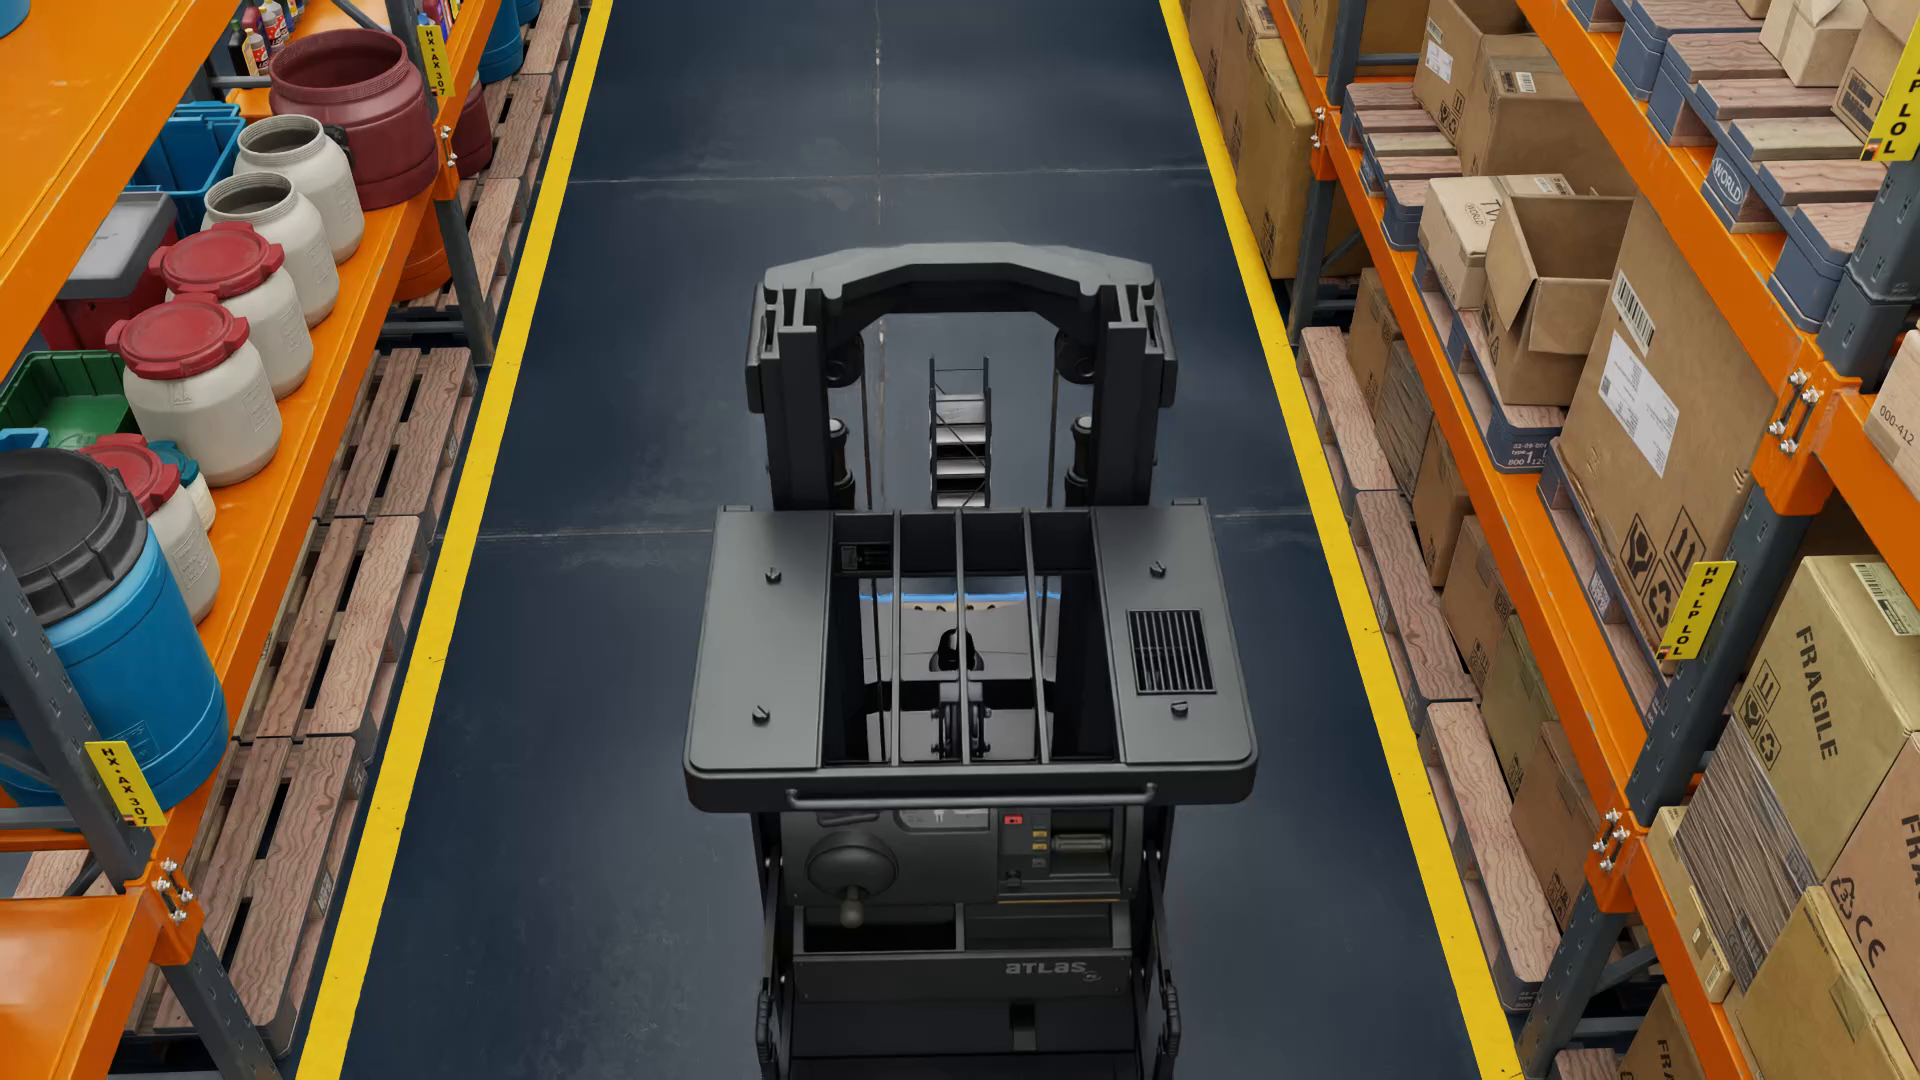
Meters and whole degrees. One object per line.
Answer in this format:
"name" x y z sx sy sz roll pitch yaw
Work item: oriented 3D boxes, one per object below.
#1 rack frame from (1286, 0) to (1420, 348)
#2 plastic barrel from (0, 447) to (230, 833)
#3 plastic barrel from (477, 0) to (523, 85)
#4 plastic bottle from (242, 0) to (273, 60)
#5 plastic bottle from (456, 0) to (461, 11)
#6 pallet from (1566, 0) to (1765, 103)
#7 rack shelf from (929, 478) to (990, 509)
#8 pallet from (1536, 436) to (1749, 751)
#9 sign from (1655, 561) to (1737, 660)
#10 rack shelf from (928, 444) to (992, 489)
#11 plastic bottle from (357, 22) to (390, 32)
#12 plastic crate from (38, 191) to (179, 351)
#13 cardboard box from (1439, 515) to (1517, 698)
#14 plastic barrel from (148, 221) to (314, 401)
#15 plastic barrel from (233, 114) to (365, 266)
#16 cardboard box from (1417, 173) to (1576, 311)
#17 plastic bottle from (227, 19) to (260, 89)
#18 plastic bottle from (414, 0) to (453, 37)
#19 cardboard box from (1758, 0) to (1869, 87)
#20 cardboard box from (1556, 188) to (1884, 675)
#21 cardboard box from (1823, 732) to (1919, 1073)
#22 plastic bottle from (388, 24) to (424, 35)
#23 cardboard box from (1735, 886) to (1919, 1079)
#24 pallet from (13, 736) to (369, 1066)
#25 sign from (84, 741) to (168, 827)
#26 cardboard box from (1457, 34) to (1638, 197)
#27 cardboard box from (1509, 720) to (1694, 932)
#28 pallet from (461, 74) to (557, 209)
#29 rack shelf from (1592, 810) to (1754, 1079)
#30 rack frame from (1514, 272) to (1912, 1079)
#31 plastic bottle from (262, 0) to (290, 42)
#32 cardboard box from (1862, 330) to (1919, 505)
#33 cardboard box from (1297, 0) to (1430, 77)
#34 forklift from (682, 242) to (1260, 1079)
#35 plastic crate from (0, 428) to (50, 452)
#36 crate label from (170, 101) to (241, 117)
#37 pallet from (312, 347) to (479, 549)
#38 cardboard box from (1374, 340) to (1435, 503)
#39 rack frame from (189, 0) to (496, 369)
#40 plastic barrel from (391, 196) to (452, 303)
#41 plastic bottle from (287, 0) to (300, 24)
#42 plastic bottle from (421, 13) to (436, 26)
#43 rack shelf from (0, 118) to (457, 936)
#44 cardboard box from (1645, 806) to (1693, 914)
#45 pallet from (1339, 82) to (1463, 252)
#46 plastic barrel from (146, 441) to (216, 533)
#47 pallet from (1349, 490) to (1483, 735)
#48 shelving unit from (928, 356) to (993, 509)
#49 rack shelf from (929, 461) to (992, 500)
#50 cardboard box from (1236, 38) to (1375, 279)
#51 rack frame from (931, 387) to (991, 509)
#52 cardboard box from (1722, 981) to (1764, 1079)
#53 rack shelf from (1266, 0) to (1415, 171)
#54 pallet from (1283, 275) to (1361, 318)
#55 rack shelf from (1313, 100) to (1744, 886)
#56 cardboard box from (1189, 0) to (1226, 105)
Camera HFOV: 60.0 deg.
"rack frame" 2.146 -2.120 7.343 1.000 3.000 0.127 -2 43 -2
"plastic barrel" -2.347 0.268 4.366 0.600 0.901 0.708 -2 43 -2
"plastic barrel" -2.936 -3.214 9.778 0.600 0.901 0.708 -2 43 -2
"plastic bottle" -3.256 -2.351 7.682 0.061 0.283 0.133 -2 43 -2
"plastic bottle" -2.501 -2.687 8.109 0.097 0.201 0.097 0 43 0
"pallet" 2.349 -1.576 4.668 1.213 0.211 1.003 -2 43 -2
"rack shelf" 0.000 -0.180 7.096 0.258 0.077 0.200 -2 43 -2
"pallet" 2.429 0.131 5.029 1.003 0.211 1.213 -2 43 -2
"sign" 1.761 0.172 3.986 0.100 0.325 0.005 -2 43 -2
"rack shelf" 0.000 -0.313 6.974 0.258 0.077 0.200 -2 43 -2
"plastic bottle" -2.650 -2.229 7.554 0.152 0.276 0.135 -2 43 -2
"plastic crate" -3.040 -0.902 5.966 0.402 0.464 0.583 -2 43 -2
"cardboard box" 2.285 0.224 6.310 0.700 0.500 0.500 -5 43 -5
"plastic barrel" -2.504 -0.767 5.766 0.433 0.535 0.433 0 43 0
"plastic barrel" -2.546 -1.331 6.399 0.421 0.512 0.421 0 43 0
"cardboard box" 1.987 -1.081 6.010 0.500 0.250 0.500 -3 43 -3
"plastic bottle" -3.246 -2.196 7.512 0.061 0.283 0.133 -2 43 -2
"plastic bottle" -2.518 -2.546 7.899 0.152 0.276 0.135 -2 43 -2
"cardboard box" 2.176 -1.262 3.976 0.396 0.266 0.258 0 43 0
"cardboard box" 2.422 -0.336 4.642 1.000 1.000 1.000 -1 43 -2
"cardboard box" 2.104 0.714 3.217 0.500 0.500 0.500 -2 43 -2
"plastic bottle" -2.498 -2.233 7.558 0.152 0.276 0.135 -2 43 -2
"cardboard box" 2.259 1.078 3.560 0.875 0.500 0.500 -2 43 -2
"pallet" -2.705 1.222 5.761 1.003 0.211 1.213 -2 43 -2
"sign" -2.083 0.612 4.157 0.100 0.325 0.005 -2 43 -2
"cardboard box" 2.332 -1.574 6.363 0.700 0.500 0.500 4 43 5
"cardboard box" 2.311 0.925 5.546 0.700 0.500 0.500 -5 43 -5
"pallet" -2.927 -2.302 9.606 1.003 0.211 1.213 -2 43 -2
"rack shelf" 2.401 2.196 3.167 1.077 0.370 4.000 -2 43 -2
"rack frame" 2.316 0.580 4.397 1.000 3.000 0.127 -2 43 -2
"plastic bottle" -3.247 -2.465 7.867 0.097 0.201 0.097 0 43 0
"cardboard box" 2.079 -0.159 3.094 0.500 0.250 0.500 -3 43 -3
"cardboard box" 1.877 -2.483 7.665 0.500 0.500 0.500 0 43 0
"forklift" 0.013 0.878 4.123 1.130 2.935 3.031 -1 43 -1
"plastic crate" -2.990 -0.007 5.050 0.392 0.384 0.575 -2 43 -2
"crate label" -3.159 -1.621 6.922 0.303 0.233 0.416 -2 43 -2
"pallet" -2.809 -0.426 7.558 1.003 0.211 1.213 -2 43 -2
"cardboard box" 2.231 -0.535 7.138 0.700 0.500 0.500 -5 43 -5
"rack frame" -2.803 -1.978 7.188 1.000 3.000 0.127 -2 43 -2
"plastic barrel" -2.841 -1.662 8.139 0.600 0.830 0.708 -2 43 -2
"plastic bottle" -3.255 -2.597 8.010 0.097 0.201 0.097 0 43 0
"plastic bottle" -2.480 -2.351 7.742 0.097 0.201 0.097 0 43 0
"rack shelf" -2.718 -0.362 5.958 1.077 0.370 4.000 -2 43 -2
"cardboard box" 2.024 0.827 4.314 0.380 0.149 0.250 -2 43 -2
"pallet" 2.282 -1.571 6.886 1.213 0.211 1.003 -2 43 -2
"plastic barrel" -2.536 -0.124 5.268 0.301 0.262 0.301 0 43 0
"pallet" 2.226 0.257 6.813 1.003 0.211 1.213 -2 43 -2
"shelving unit" 0.000 -0.337 6.952 0.258 0.900 0.210 -2 43 -2
"rack shelf" 0.000 -0.246 7.035 0.258 0.077 0.200 -2 43 -2
"cardboard box" 2.137 -1.958 8.428 1.225 0.875 0.875 -3 43 -4
"rack frame" 0.004 -0.269 6.877 0.240 0.900 0.006 -2 43 -2
"cardboard box" 2.060 1.164 3.946 0.380 0.149 0.250 -2 43 -2
"rack shelf" 2.061 -3.205 9.059 1.077 0.370 4.000 -2 43 -2
"pallet" 2.188 -1.626 8.868 1.003 0.211 1.213 -2 43 -2
"rack shelf" 2.231 -0.504 6.113 1.077 0.370 4.000 -2 43 -2
"cardboard box" 2.062 -3.157 9.736 1.225 0.875 0.875 -3 43 -3
